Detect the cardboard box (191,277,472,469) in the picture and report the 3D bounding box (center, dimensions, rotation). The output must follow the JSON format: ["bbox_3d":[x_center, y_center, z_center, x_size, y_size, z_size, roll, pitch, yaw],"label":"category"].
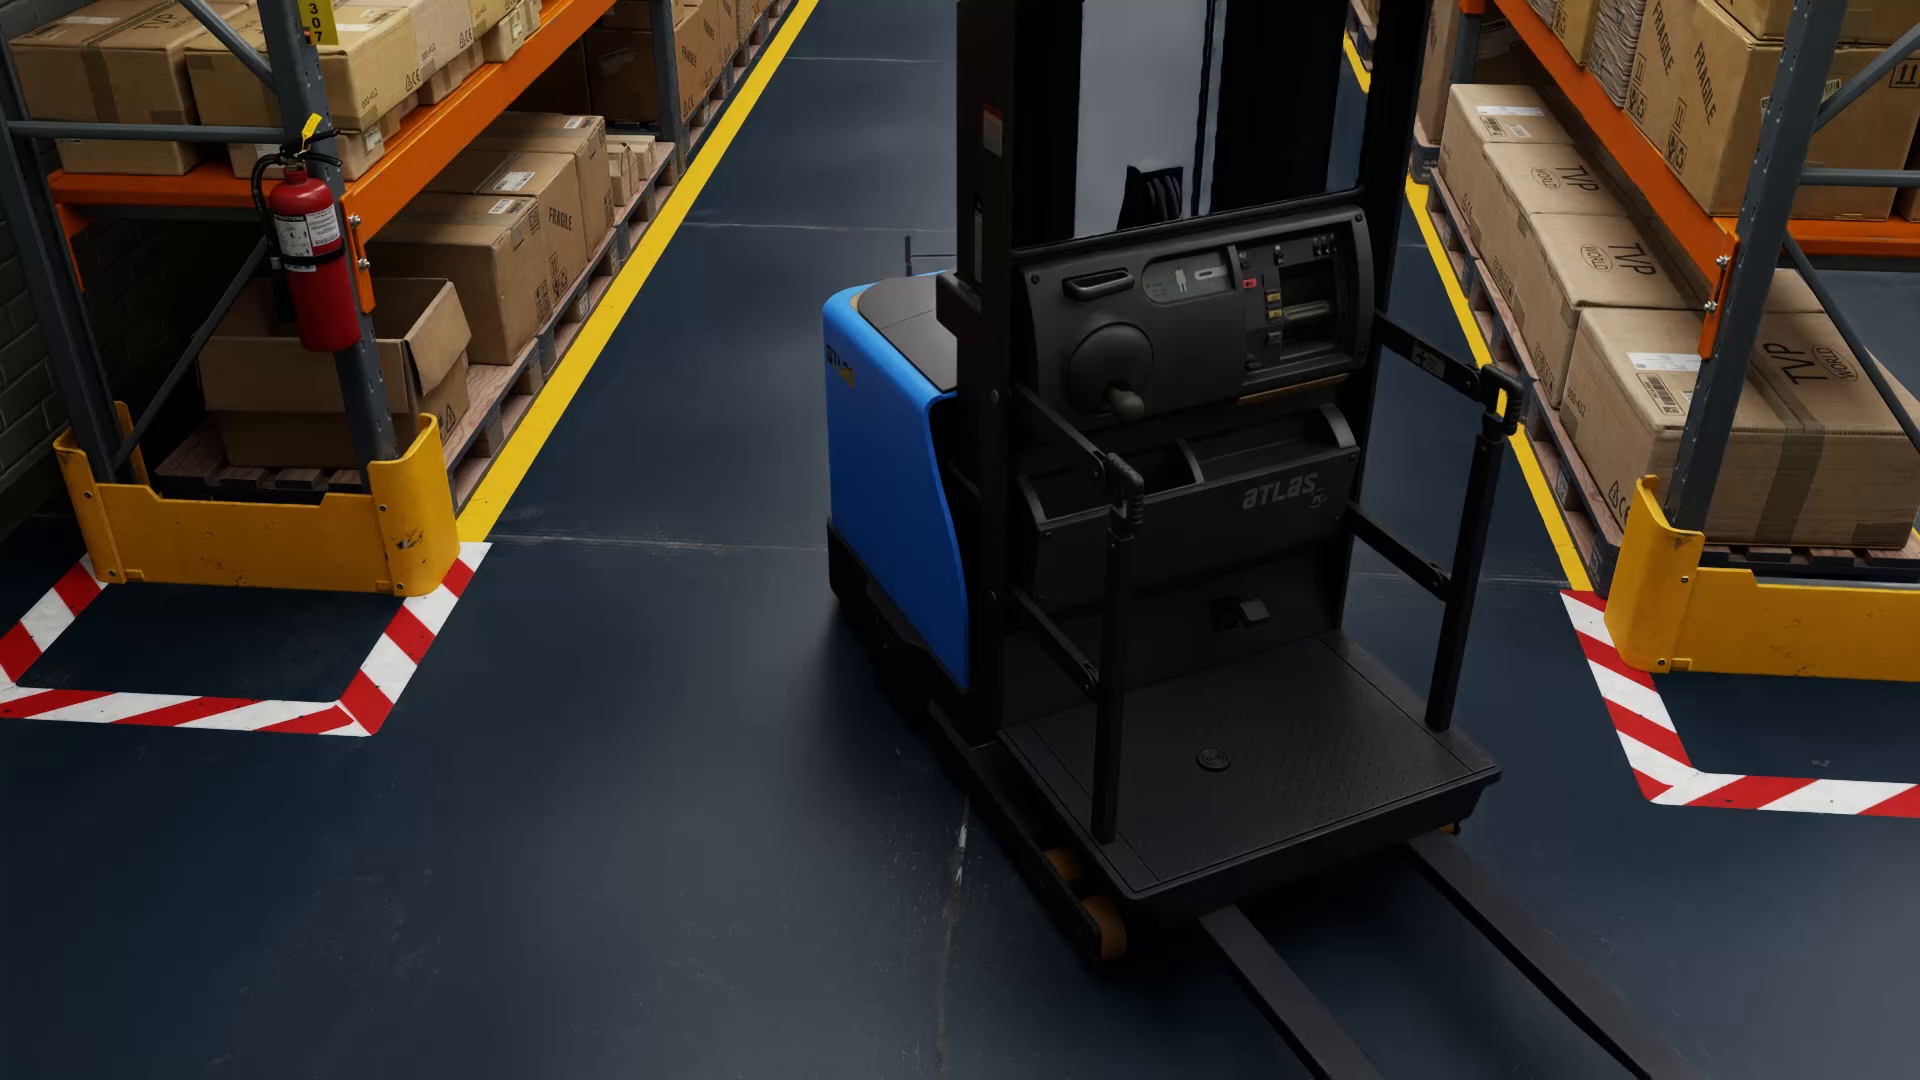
[{"bbox_3d":[-2.161,-0.594,5.835,0.797,0.503,0.637,1,32,2],"label":"cardboard box"}]

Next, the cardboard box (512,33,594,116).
[{"bbox_3d":[-2.235,-2.638,9.154,0.500,0.500,0.500,2,32,4],"label":"cardboard box"}]

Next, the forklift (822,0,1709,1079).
[{"bbox_3d":[0.668,-0.477,3.730,1.130,2.935,3.031,-14,34,-21],"label":"forklift"}]

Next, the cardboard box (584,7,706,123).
[{"bbox_3d":[-1.716,-2.612,9.112,0.500,0.500,0.500,4,32,6],"label":"cardboard box"}]

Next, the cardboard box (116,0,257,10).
[{"bbox_3d":[-2.490,-1.747,5.585,0.500,0.250,0.500,3,32,4],"label":"cardboard box"}]

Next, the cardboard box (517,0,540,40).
[{"bbox_3d":[-1.850,-2.026,6.418,0.380,0.149,0.250,3,32,5],"label":"cardboard box"}]

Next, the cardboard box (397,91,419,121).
[{"bbox_3d":[-2.044,-1.490,5.548,0.380,0.149,0.250,2,32,3],"label":"cardboard box"}]

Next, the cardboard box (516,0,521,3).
[{"bbox_3d":[-1.901,-2.248,6.399,0.500,0.250,0.500,2,32,3],"label":"cardboard box"}]

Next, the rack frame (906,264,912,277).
[{"bbox_3d":[-0.066,-0.404,5.405,0.200,1.050,0.008,-1,32,-2],"label":"rack frame"}]

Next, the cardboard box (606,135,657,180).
[{"bbox_3d":[-1.733,-1.915,8.316,0.380,0.149,0.250,2,32,2],"label":"cardboard box"}]

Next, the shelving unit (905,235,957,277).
[{"bbox_3d":[-0.071,-0.468,5.509,0.215,1.050,0.252,-1,32,-2],"label":"shelving unit"}]

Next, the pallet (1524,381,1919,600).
[{"bbox_3d":[2.629,-0.187,5.852,1.003,0.211,1.213,2,32,4],"label":"pallet"}]

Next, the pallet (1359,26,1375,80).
[{"bbox_3d":[3.052,-2.903,10.260,1.003,0.211,1.213,2,32,4],"label":"pallet"}]

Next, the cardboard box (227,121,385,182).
[{"bbox_3d":[-2.006,-1.216,5.103,0.380,0.149,0.250,2,32,4],"label":"cardboard box"}]

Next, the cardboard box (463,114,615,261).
[{"bbox_3d":[-1.969,-1.581,7.439,0.700,0.500,0.500,1,32,2],"label":"cardboard box"}]

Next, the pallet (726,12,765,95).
[{"bbox_3d":[-1.855,-3.134,10.634,1.003,0.211,1.213,2,32,4],"label":"pallet"}]

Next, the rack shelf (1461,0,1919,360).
[{"bbox_3d":[2.805,-1.692,6.322,1.077,0.370,4.000,2,32,4],"label":"rack shelf"}]

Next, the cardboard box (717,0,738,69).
[{"bbox_3d":[-1.638,-3.152,9.988,0.500,0.500,0.500,2,32,3],"label":"cardboard box"}]

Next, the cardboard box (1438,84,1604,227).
[{"bbox_3d":[2.809,-1.808,7.867,0.875,0.438,0.875,2,32,3],"label":"cardboard box"}]

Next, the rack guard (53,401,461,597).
[{"bbox_3d":[-2.300,-0.138,5.498,1.175,0.500,0.348,2,32,4],"label":"rack guard"}]

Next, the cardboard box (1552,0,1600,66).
[{"bbox_3d":[2.534,-2.060,6.139,0.500,0.500,0.500,3,32,5],"label":"cardboard box"}]

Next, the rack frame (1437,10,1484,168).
[{"bbox_3d":[2.967,-3.044,7.830,1.000,3.000,0.127,2,32,4],"label":"rack frame"}]

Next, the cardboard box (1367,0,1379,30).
[{"bbox_3d":[3.077,-3.586,10.335,0.875,0.875,0.875,3,32,5],"label":"cardboard box"}]

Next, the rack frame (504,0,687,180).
[{"bbox_3d":[-1.980,-3.254,8.171,1.000,3.000,0.127,2,32,4],"label":"rack frame"}]

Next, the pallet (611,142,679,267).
[{"bbox_3d":[-2.037,-1.708,8.320,1.003,0.211,1.213,2,32,4],"label":"pallet"}]

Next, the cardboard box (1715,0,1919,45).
[{"bbox_3d":[2.444,-1.683,4.574,0.500,0.500,0.500,3,32,6],"label":"cardboard box"}]

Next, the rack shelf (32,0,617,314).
[{"bbox_3d":[-2.143,-1.902,6.663,1.077,0.370,4.000,2,32,4],"label":"rack shelf"}]

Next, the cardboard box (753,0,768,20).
[{"bbox_3d":[-1.566,-3.695,10.869,0.500,0.500,0.500,4,32,6],"label":"cardboard box"}]

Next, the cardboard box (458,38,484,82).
[{"bbox_3d":[-1.947,-1.758,5.984,0.380,0.149,0.250,3,32,5],"label":"cardboard box"}]

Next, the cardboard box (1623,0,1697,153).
[{"bbox_3d":[2.473,-1.520,5.263,0.500,0.500,0.500,2,32,3],"label":"cardboard box"}]

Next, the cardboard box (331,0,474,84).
[{"bbox_3d":[-1.959,-1.715,5.533,0.500,0.250,0.500,3,32,5],"label":"cardboard box"}]

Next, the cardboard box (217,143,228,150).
[{"bbox_3d":[-2.464,-1.370,5.354,0.380,0.149,0.250,3,32,5],"label":"cardboard box"}]

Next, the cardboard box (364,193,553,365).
[{"bbox_3d":[-2.053,-1.038,6.558,0.700,0.500,0.500,4,32,6],"label":"cardboard box"}]

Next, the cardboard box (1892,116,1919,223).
[{"bbox_3d":[2.967,-1.234,4.798,0.500,0.500,0.500,2,32,4],"label":"cardboard box"}]

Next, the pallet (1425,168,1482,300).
[{"bbox_3d":[2.828,-1.463,7.922,1.003,0.211,1.213,2,32,4],"label":"pallet"}]

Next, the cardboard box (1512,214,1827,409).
[{"bbox_3d":[2.662,-0.869,6.343,0.875,0.438,0.875,3,32,5],"label":"cardboard box"}]

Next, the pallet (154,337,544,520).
[{"bbox_3d":[-2.236,-0.432,6.250,1.003,0.211,1.213,2,32,4],"label":"pallet"}]
